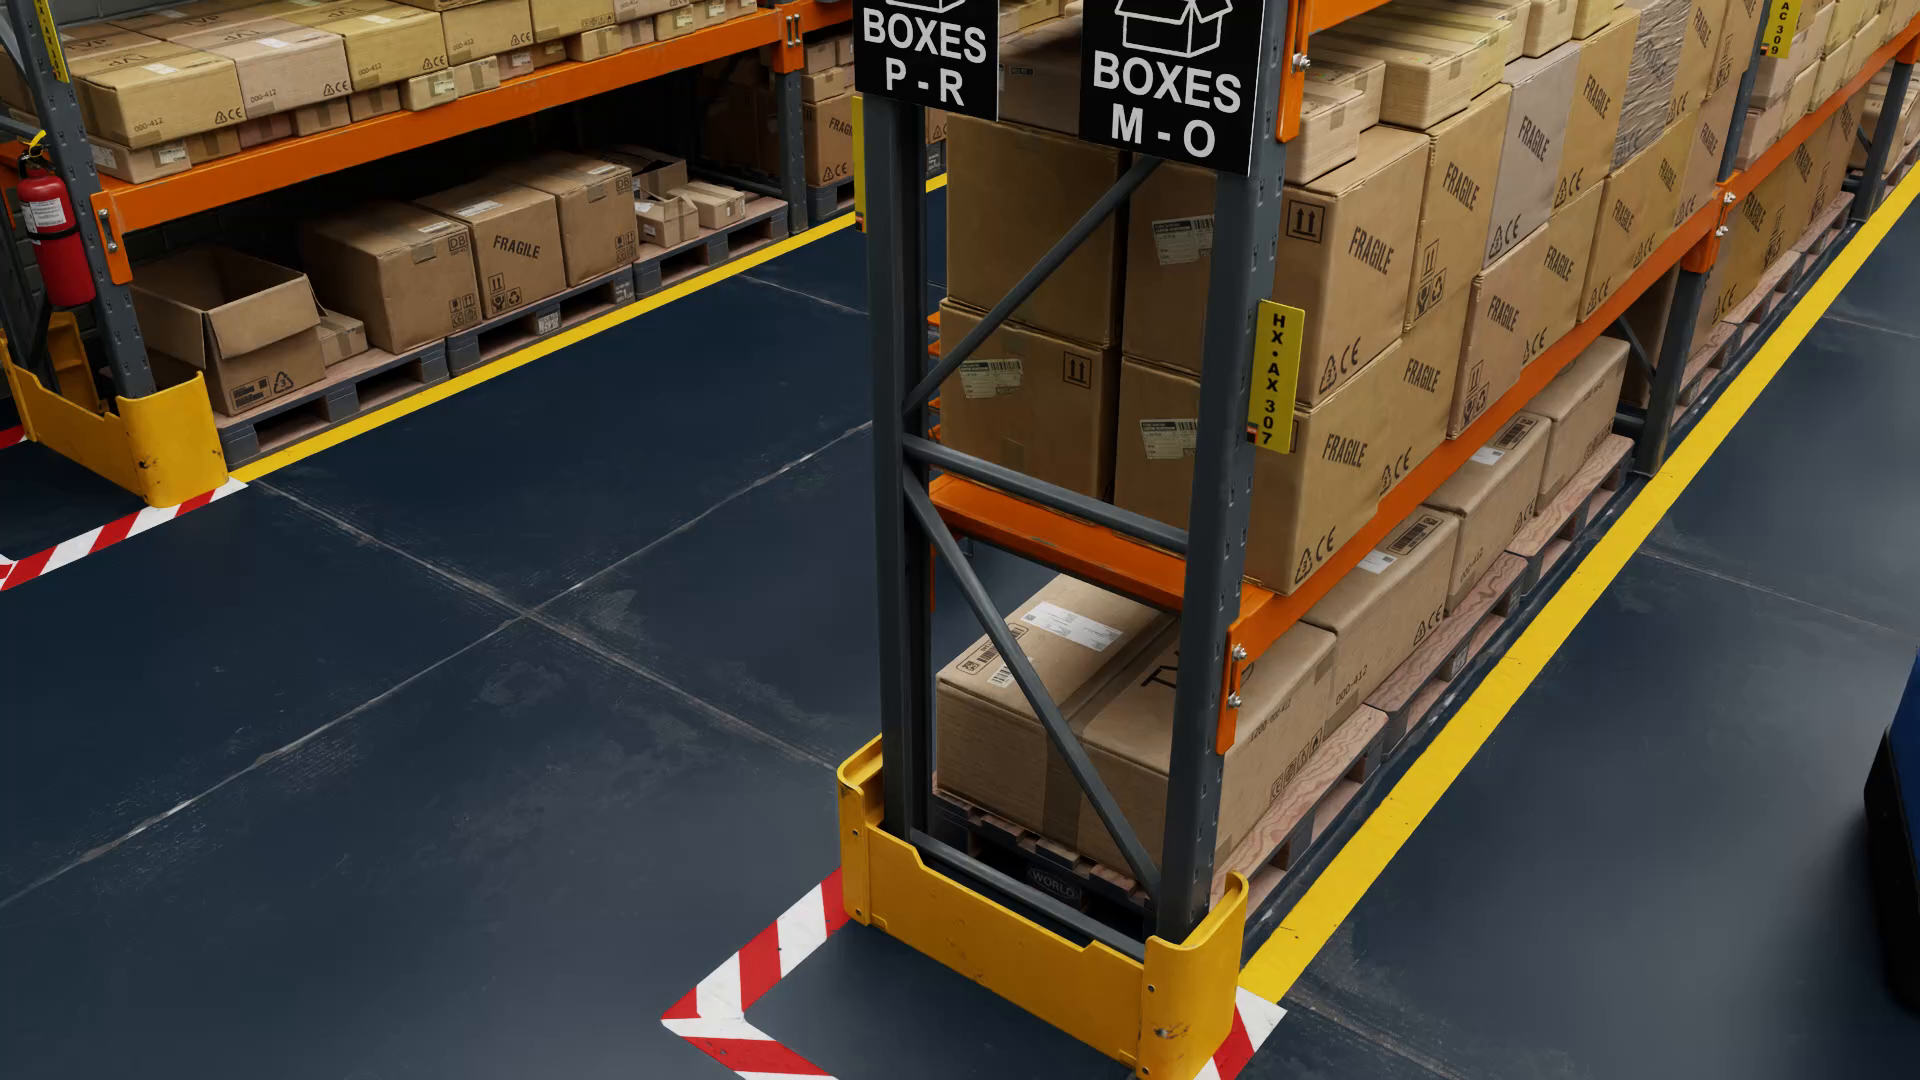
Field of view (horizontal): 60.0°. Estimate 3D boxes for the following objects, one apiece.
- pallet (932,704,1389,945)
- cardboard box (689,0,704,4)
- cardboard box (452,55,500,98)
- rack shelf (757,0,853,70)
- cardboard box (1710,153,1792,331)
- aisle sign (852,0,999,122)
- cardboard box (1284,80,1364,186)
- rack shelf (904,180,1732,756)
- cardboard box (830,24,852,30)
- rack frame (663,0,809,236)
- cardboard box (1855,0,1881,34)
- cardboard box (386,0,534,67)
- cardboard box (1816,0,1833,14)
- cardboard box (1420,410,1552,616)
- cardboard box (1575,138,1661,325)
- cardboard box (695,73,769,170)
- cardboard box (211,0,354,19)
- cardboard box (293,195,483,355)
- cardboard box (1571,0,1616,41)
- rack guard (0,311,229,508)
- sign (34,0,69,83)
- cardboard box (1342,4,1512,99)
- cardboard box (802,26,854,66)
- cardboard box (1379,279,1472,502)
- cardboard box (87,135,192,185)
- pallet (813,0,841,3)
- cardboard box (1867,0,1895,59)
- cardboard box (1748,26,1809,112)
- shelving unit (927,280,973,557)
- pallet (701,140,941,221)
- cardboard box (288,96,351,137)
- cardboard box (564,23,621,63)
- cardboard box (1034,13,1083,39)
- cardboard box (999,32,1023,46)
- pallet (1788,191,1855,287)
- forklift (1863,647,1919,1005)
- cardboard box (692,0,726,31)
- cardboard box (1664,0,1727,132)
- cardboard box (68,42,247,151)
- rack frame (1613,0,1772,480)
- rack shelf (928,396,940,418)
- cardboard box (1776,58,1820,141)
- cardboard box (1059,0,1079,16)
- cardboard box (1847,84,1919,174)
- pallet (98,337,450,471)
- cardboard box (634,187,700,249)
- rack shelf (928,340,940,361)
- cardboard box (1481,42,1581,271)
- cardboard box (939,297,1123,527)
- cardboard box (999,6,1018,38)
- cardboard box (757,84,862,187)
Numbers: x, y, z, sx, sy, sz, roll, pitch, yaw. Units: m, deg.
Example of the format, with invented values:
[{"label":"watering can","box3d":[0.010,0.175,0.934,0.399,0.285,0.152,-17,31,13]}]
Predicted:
[{"label":"pallet","box3d":[0.633,0.748,5.280,1.003,0.211,1.213,21,37,31]},{"label":"cardboard box","box3d":[-1.445,-3.035,8.785,0.500,0.250,0.500,22,37,32]},{"label":"cardboard box","box3d":[-2.369,-2.191,7.751,0.380,0.149,0.250,22,37,32]},{"label":"rack shelf","box3d":[-0.125,-3.757,10.854,1.077,0.370,4.000,21,37,31]},{"label":"cardboard box","box3d":[3.477,-1.641,8.249,0.875,0.875,0.875,22,37,33]},{"label":"aisle sign","box3d":[-0.078,-1.287,3.429,0.394,0.787,0.004,21,37,31]},{"label":"cardboard box","box3d":[0.648,-0.913,3.634,0.380,0.149,0.250,22,37,32]},{"label":"rack shelf","box3d":[1.420,-0.606,5.535,1.077,0.370,4.000,21,37,31]},{"label":"cardboard box","box3d":[-0.912,-3.199,10.609,0.380,0.149,0.250,19,36,29]},{"label":"rack frame","box3d":[-1.332,-3.254,9.299,1.000,3.000,0.127,21,37,31]},{"label":"cardboard box","box3d":[4.040,-2.594,7.842,0.500,0.250,0.500,20,36,30]},{"label":"cardboard box","box3d":[-2.359,-2.420,7.746,0.500,0.250,0.500,20,36,30]},{"label":"cardboard box","box3d":[3.407,-2.507,6.959,0.500,0.500,0.500,21,37,31]},{"label":"cardboard box","box3d":[1.623,-0.220,6.280,0.875,0.438,0.875,20,36,30]},{"label":"cardboard box","box3d":[1.953,-1.084,5.539,0.500,0.500,0.500,21,36,31]},{"label":"cardboard box","box3d":[-1.271,-2.650,10.319,0.500,0.500,0.500,21,37,31]},{"label":"cardboard box","box3d":[-3.066,-2.369,7.661,0.500,0.250,0.500,22,37,33]},{"label":"cardboard box","box3d":[-2.755,-1.288,8.022,0.700,0.500,0.500,23,38,33]},{"label":"cardboard box","box3d":[1.618,-1.531,4.676,0.380,0.149,0.250,20,36,30]},{"label":"rack guard","box3d":[-3.701,-0.584,7.245,1.175,0.500,0.348,21,37,31]},{"label":"sign","box3d":[-3.314,-1.834,6.053,0.100,0.325,0.005,21,37,31]},{"label":"cardboard box","box3d":[1.142,-1.225,4.159,0.380,0.149,0.250,20,36,30]},{"label":"cardboard box","box3d":[-0.785,-2.951,9.899,0.380,0.149,0.250,19,36,29]},{"label":"cardboard box","box3d":[1.015,-0.466,4.496,0.500,0.500,0.500,21,36,31]},{"label":"cardboard box","box3d":[-3.329,-1.569,6.702,0.380,0.149,0.250,21,36,31]},{"label":"pallet","box3d":[-0.763,-3.463,9.839,1.003,0.211,1.213,21,37,31]},{"label":"cardboard box","box3d":[4.331,-2.592,8.328,0.500,0.250,0.500,21,36,31]},{"label":"cardboard box","box3d":[3.118,-1.971,6.790,0.500,0.250,0.500,20,36,30]},{"label":"shelving unit","box3d":[0.009,-0.522,6.454,0.258,1.200,0.189,21,37,31]},{"label":"pallet","box3d":[-0.871,-2.397,10.587,1.003,0.211,1.213,21,37,31]},{"label":"cardboard box","box3d":[-2.880,-1.888,7.241,0.380,0.149,0.250,22,37,33]},{"label":"cardboard box","box3d":[-1.912,-2.502,8.277,0.380,0.149,0.250,21,36,31]},{"label":"cardboard box","box3d":[0.404,-1.172,4.071,0.380,0.149,0.250,22,37,32]},{"label":"cardboard box","box3d":[0.076,-3.117,11.107,0.500,0.500,0.500,20,36,30]},{"label":"pallet","box3d":[4.506,-1.857,9.676,1.003,0.211,1.213,21,37,31]},{"label":"forklift","box3d":[4.142,0.063,3.768,3.031,2.935,1.130,10,32,17]},{"label":"cardboard box","box3d":[-1.463,-2.826,8.823,0.380,0.149,0.250,22,37,33]},{"label":"cardboard box","box3d":[2.250,-1.721,5.632,0.500,0.500,0.500,21,36,31]},{"label":"cardboard box","box3d":[-3.258,-1.793,6.689,0.500,0.250,0.500,21,37,32]},{"label":"rack frame","box3d":[2.628,-1.728,6.724,1.000,3.000,0.127,21,37,31]},{"label":"rack shelf","box3d":[0.009,-0.484,6.477,0.258,0.103,0.180,21,37,31]},{"label":"cardboard box","box3d":[3.415,-1.972,7.282,0.500,0.250,0.500,20,36,30]},{"label":"cardboard box","box3d":[0.652,-3.772,11.576,0.380,0.149,0.250,20,36,30]},{"label":"cardboard box","box3d":[5.391,-2.631,10.412,0.950,0.372,0.625,18,35,28]},{"label":"pallet","box3d":[-3.220,-0.784,7.866,1.003,0.211,1.213,21,37,31]},{"label":"cardboard box","box3d":[-1.650,-1.797,9.109,0.396,0.266,0.258,23,37,33]},{"label":"rack shelf","box3d":[0.009,-0.690,6.354,0.258,0.103,0.180,21,37,31]},{"label":"cardboard box","box3d":[1.341,-1.106,4.596,0.500,0.500,0.500,21,36,31]},{"label":"cardboard box","box3d":[0.293,-0.423,4.423,0.500,0.500,0.500,21,37,32]},{"label":"cardboard box","box3d":[0.164,-3.455,11.042,0.380,0.149,0.250,19,36,29]},{"label":"cardboard box","box3d":[-0.861,-2.487,10.044,0.500,0.500,0.500,23,38,33]}]
